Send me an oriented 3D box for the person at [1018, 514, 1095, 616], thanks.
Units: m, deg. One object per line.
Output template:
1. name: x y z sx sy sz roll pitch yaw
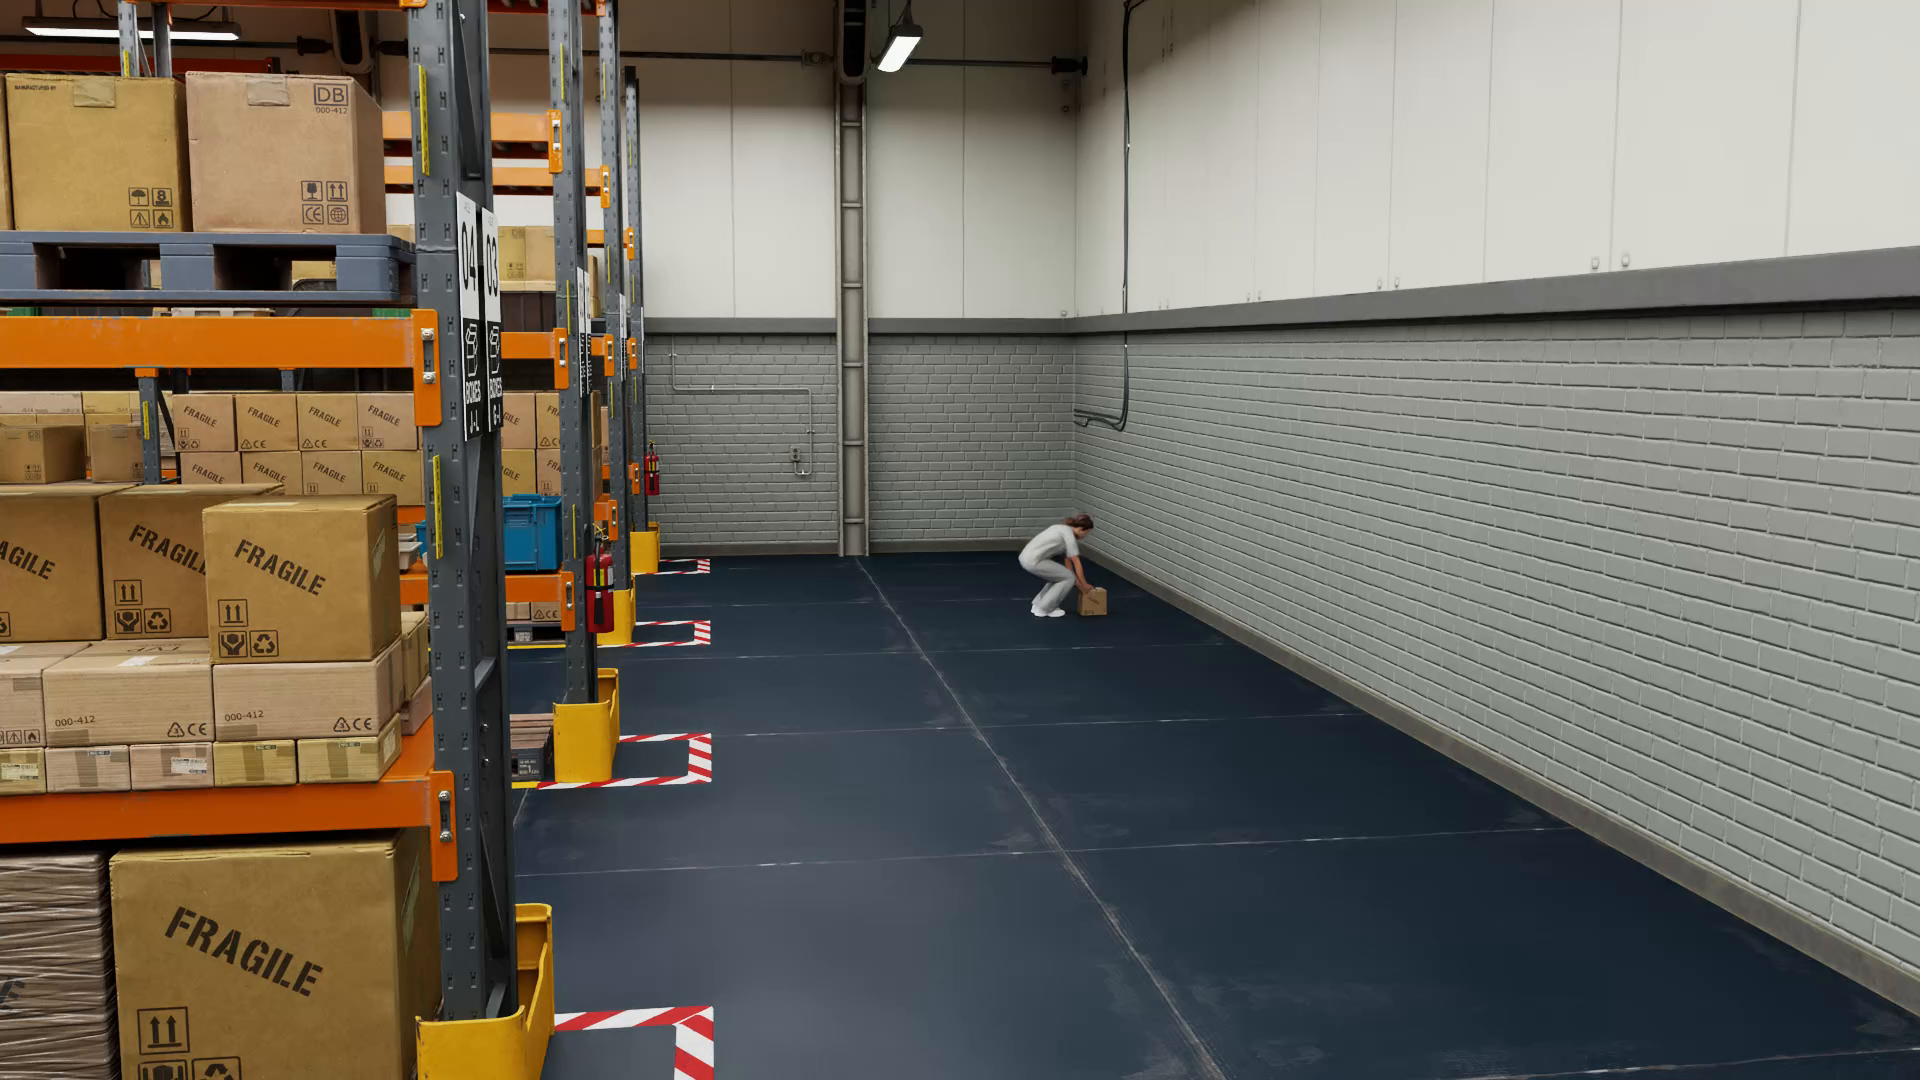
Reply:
1. person: 0.984 0.251 16.983 0.777 1.023 0.490 -1 7 -9
